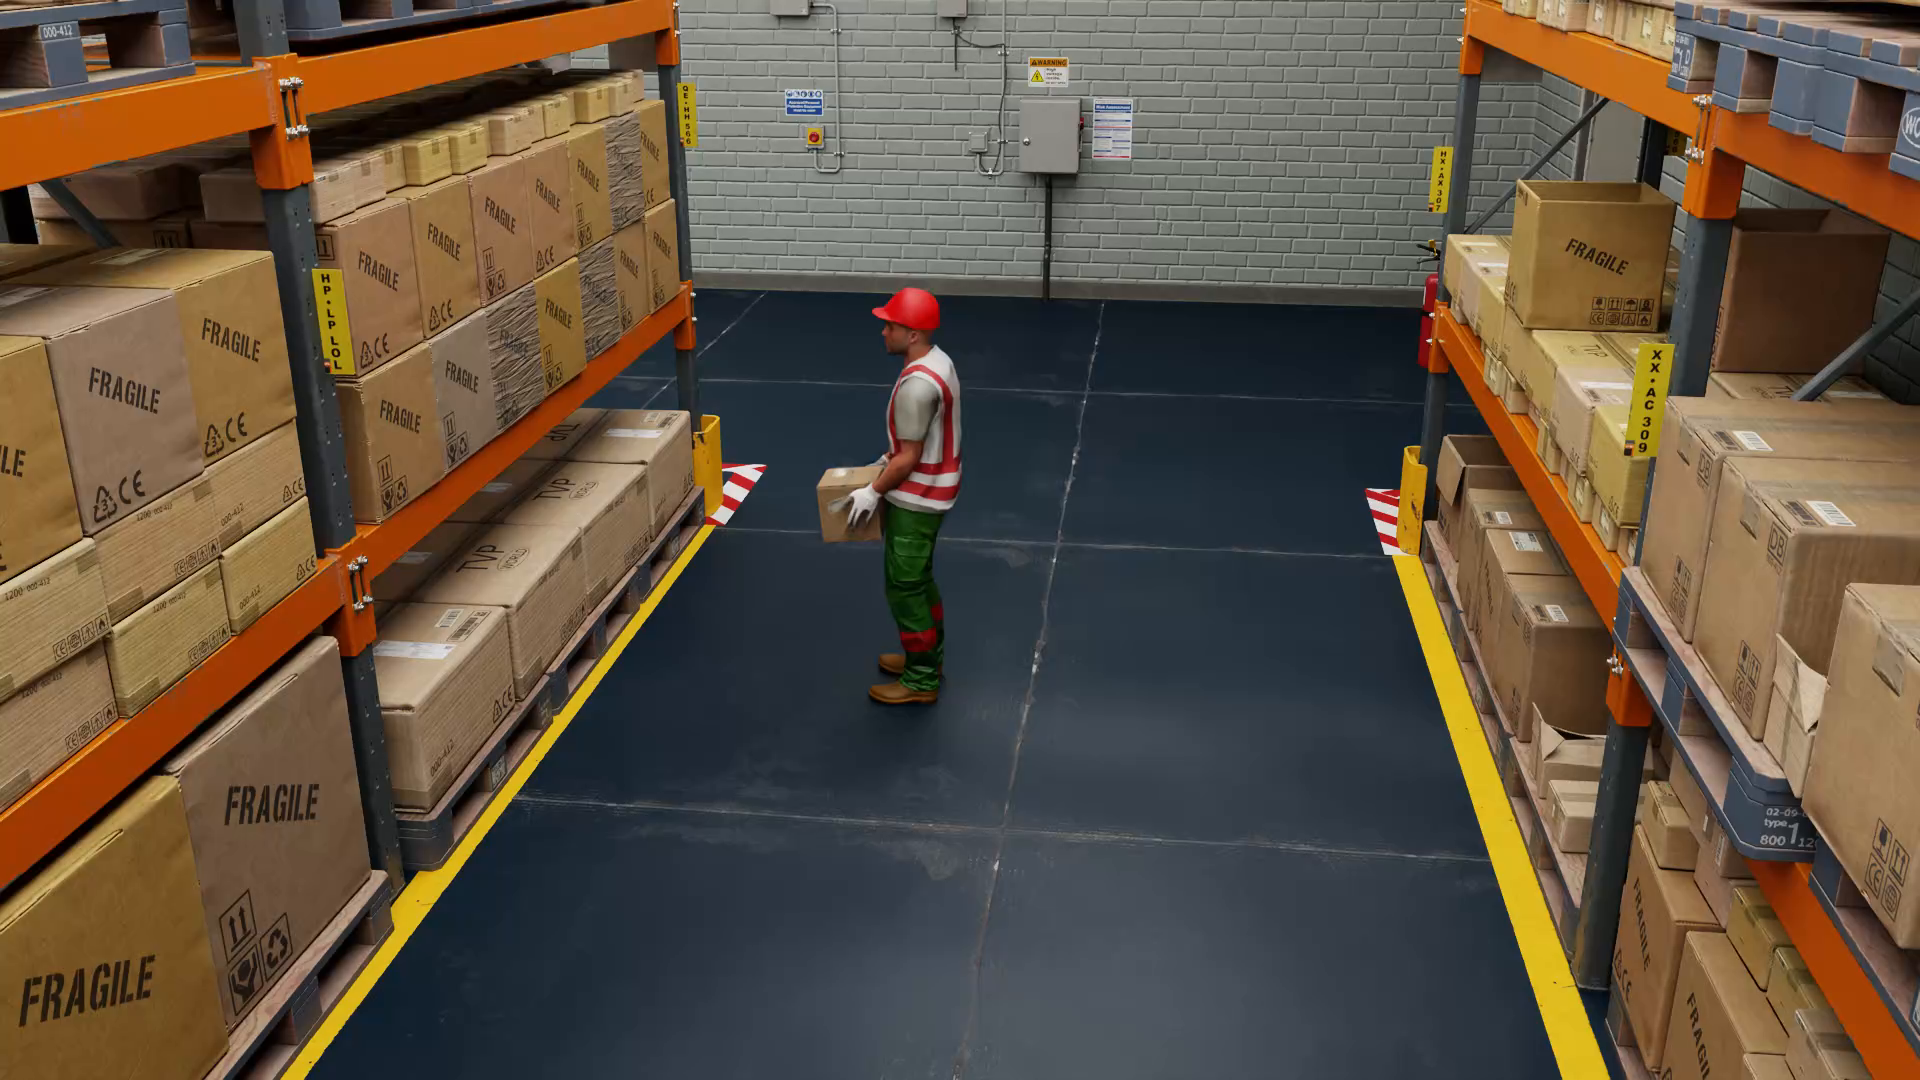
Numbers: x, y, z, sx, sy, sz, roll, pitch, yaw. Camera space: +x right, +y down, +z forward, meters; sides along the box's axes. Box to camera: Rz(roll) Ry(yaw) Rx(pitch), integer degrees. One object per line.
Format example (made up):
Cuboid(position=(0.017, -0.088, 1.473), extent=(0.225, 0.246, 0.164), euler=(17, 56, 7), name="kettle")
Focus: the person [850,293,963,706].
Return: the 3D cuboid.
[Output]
Cuboid(position=(-0.215, -0.169, 7.003), extent=(0.452, 1.778, 0.614), euler=(1, 21, 3), name="person")
